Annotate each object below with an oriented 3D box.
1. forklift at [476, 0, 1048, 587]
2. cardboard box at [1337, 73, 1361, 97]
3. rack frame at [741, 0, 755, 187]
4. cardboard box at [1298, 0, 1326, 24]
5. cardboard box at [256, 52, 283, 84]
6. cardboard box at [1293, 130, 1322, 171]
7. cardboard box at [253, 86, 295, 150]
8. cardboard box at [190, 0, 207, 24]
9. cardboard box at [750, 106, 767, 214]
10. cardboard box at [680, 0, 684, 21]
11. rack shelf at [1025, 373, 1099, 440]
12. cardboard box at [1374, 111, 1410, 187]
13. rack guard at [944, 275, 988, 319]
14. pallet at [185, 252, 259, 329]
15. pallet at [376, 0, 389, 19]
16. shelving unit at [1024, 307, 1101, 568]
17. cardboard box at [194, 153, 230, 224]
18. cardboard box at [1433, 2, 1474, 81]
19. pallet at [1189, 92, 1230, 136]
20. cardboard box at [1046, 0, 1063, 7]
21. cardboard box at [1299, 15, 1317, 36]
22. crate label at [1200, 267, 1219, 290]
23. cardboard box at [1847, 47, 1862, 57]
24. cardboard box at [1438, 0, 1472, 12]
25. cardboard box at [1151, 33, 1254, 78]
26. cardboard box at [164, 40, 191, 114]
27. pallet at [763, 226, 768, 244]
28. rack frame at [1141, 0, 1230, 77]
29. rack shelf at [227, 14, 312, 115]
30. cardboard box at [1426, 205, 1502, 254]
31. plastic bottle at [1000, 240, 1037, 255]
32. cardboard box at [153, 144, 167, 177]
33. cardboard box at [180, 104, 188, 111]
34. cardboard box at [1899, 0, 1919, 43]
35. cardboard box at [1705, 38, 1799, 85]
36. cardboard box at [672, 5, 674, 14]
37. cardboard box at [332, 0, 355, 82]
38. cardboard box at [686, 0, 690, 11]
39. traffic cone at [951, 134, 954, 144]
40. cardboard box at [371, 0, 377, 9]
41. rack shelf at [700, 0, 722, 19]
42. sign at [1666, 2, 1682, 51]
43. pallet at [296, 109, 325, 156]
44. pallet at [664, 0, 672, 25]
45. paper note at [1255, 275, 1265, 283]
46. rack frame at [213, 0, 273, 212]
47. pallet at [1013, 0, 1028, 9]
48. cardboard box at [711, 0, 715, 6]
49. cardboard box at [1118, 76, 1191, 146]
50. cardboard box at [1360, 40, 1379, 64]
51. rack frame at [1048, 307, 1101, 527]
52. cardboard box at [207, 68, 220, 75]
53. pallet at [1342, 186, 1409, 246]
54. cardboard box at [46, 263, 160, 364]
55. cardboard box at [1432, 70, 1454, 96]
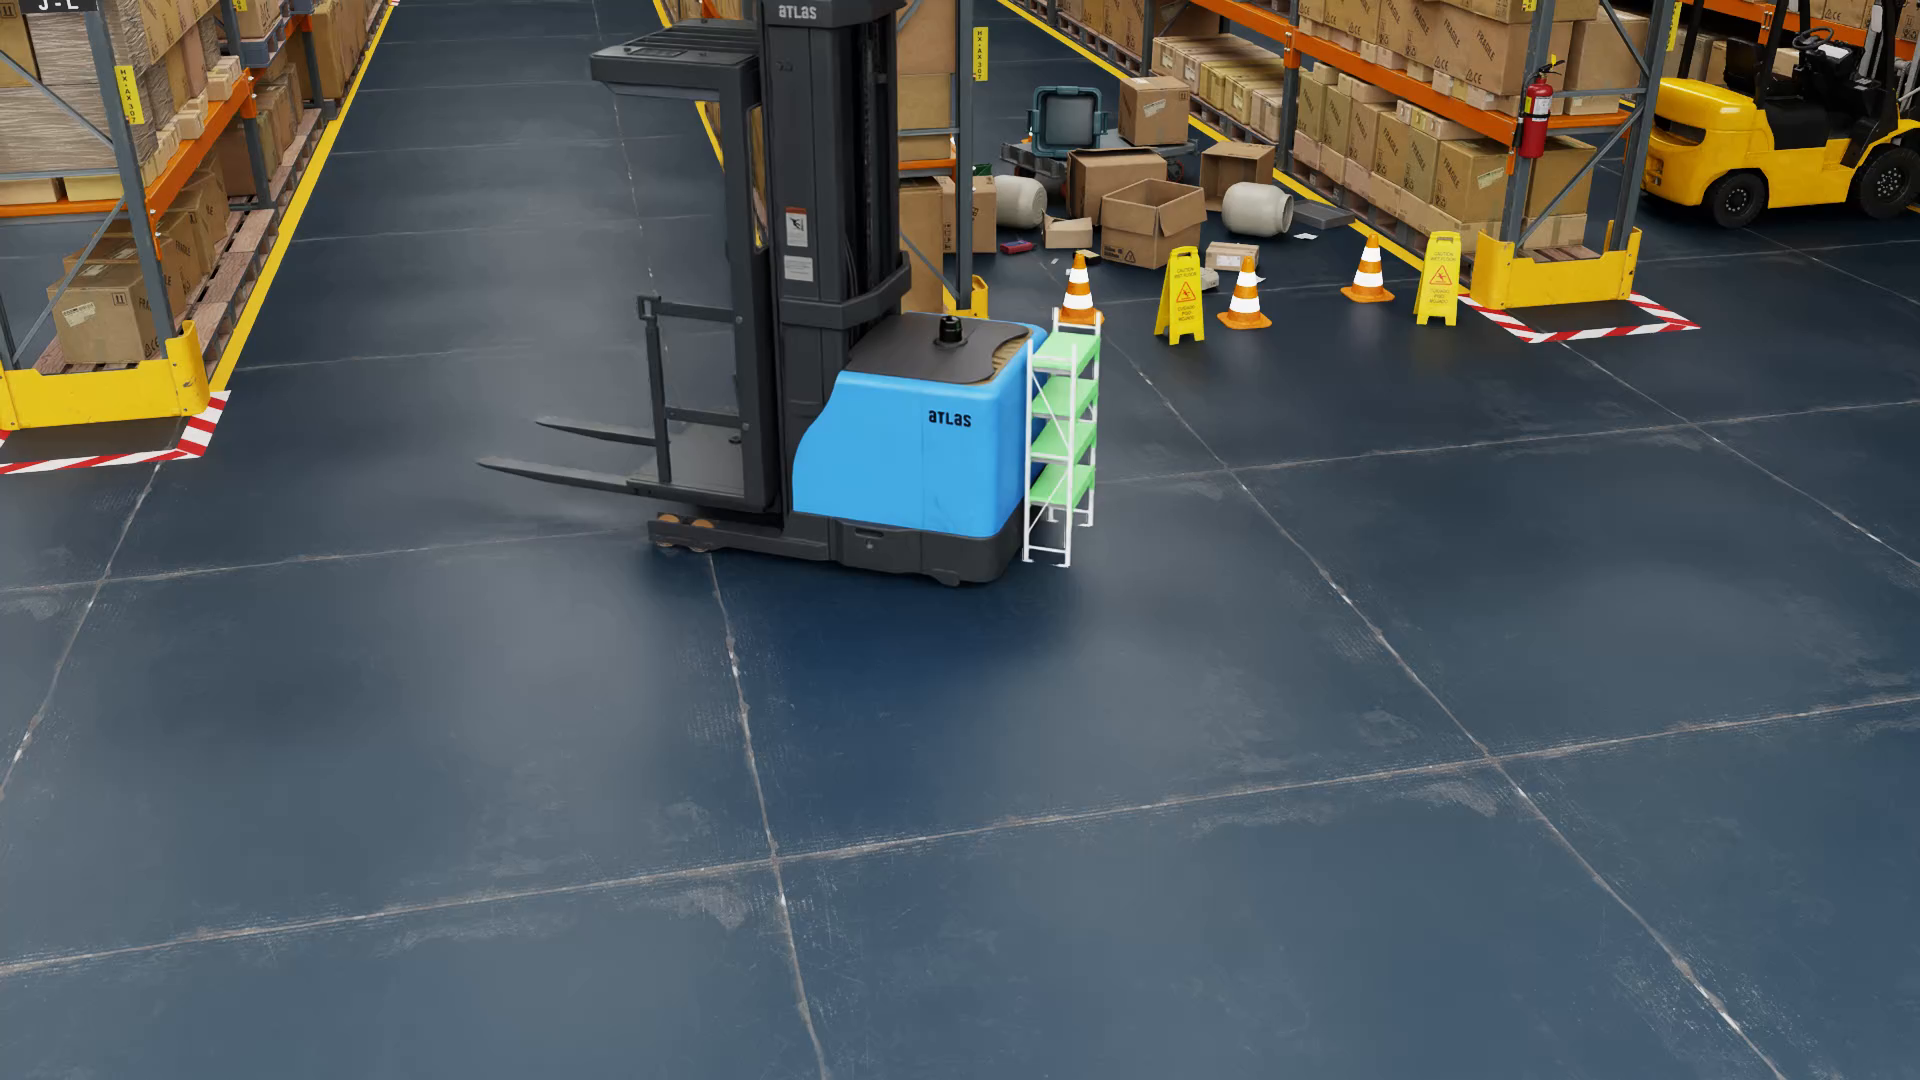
[{"bbox_3d":[-1.106,-1.460,8.389,3.031,2.935,1.130,8,28,16],"label":"forklift"},{"bbox_3d":[3.438,-3.872,14.125,0.380,0.149,0.250,-5,27,-10],"label":"cardboard box"},{"bbox_3d":[-1.319,-4.313,13.967,1.000,3.000,0.127,-6,27,-12],"label":"rack frame"},{"bbox_3d":[3.308,-4.816,14.522,0.500,0.500,0.500,-6,27,-12],"label":"cardboard box"},{"bbox_3d":[-6.766,-4.502,15.795,0.500,0.250,0.500,-3,27,-6],"label":"cardboard box"},{"bbox_3d":[3.351,-3.534,15.008,0.500,0.250,0.500,-7,28,-14],"label":"cardboard box"},{"bbox_3d":[-6.633,-3.908,15.450,0.700,0.500,0.500,-4,27,-7],"label":"cardboard box"},{"bbox_3d":[-5.579,-3.869,11.536,0.500,0.500,0.500,-6,27,-12],"label":"cardboard box"},{"bbox_3d":[-1.246,-3.269,13.790,0.875,0.875,0.875,-6,27,-11],"label":"cardboard box"},{"bbox_3d":[-3.214,-6.546,20.697,0.500,0.500,0.500,-5,27,-10],"label":"cardboard box"},{"bbox_3d":[0.517,-0.675,8.366,0.258,0.148,0.480,8,28,16],"label":"rack shelf"},{"bbox_3d":[3.720,-3.175,13.465,0.500,0.500,0.500,-7,28,-13],"label":"cardboard box"},{"bbox_3d":[-0.412,-1.431,11.030,1.175,0.500,0.348,-6,27,-12],"label":"rack guard"},{"bbox_3d":[-5.710,-1.781,12.045,1.003,0.211,1.213,-6,27,-12],"label":"pallet"},{"bbox_3d":[-8.622,-7.534,23.443,1.003,0.211,1.213,-6,27,-12],"label":"pallet"},{"bbox_3d":[0.517,-0.518,8.445,0.258,1.200,0.503,8,28,16],"label":"shelving unit"},{"bbox_3d":[-6.123,-2.746,13.169,0.500,0.500,0.500,-7,28,-13],"label":"cardboard box"},{"bbox_3d":[3.883,-3.712,12.335,0.500,0.500,0.500,-6,27,-11],"label":"cardboard box"},{"bbox_3d":[3.025,-4.494,17.419,1.003,0.211,1.213,-6,27,-12],"label":"pallet"},{"bbox_3d":[1.641,-7.703,23.059,0.875,0.438,0.875,-6,27,-12],"label":"cardboard box"},{"bbox_3d":[3.239,-4.577,14.769,0.380,0.149,0.250,-6,27,-12],"label":"cardboard box"},{"bbox_3d":[1.786,-1.961,12.483,0.250,0.136,0.298,-23,35,-38],"label":"crate label"},{"bbox_3d":[8.615,-4.576,15.963,0.500,0.250,0.500,-5,27,-11],"label":"cardboard box"},{"bbox_3d":[3.948,-4.153,12.099,0.700,0.500,0.500,-6,27,-11],"label":"cardboard box"},{"bbox_3d":[2.697,-5.382,18.534,0.950,0.372,0.625,-8,28,-15],"label":"cardboard box"},{"bbox_3d":[-5.772,-3.172,11.264,0.875,0.500,0.500,-6,27,-12],"label":"cardboard box"},{"bbox_3d":[-0.946,-2.190,12.855,1.003,0.211,1.213,-6,27,-12],"label":"pallet"},{"bbox_3d":[2.579,-6.616,18.530,1.000,3.000,0.127,-6,27,-12],"label":"rack frame"},{"bbox_3d":[-6.625,-4.411,14.958,1.077,0.370,4.000,-6,27,-12],"label":"rack shelf"},{"bbox_3d":[3.932,-2.402,12.766,0.500,0.250,0.500,-6,27,-12],"label":"cardboard box"},{"bbox_3d":[0.473,-2.356,13.349,0.283,0.061,0.133,-16,31,-29],"label":"plastic bottle"},{"bbox_3d":[-5.184,-2.358,10.372,0.380,0.149,0.250,-6,27,-12],"label":"cardboard box"},{"bbox_3d":[-5.534,-2.900,11.445,0.380,0.149,0.250,-6,27,-12],"label":"cardboard box"},{"bbox_3d":[8.503,-4.517,14.260,0.500,0.500,0.500,-6,27,-11],"label":"cardboard box"},{"bbox_3d":[8.187,-4.721,16.944,0.875,0.625,0.625,-5,27,-9],"label":"cardboard box"},{"bbox_3d":[-3.642,-7.110,22.205,0.380,0.149,0.250,-7,28,-13],"label":"cardboard box"},{"bbox_3d":[-7.405,-5.546,18.301,1.225,0.875,0.875,-6,27,-11],"label":"cardboard box"},{"bbox_3d":[-2.980,-6.423,19.621,0.500,0.250,0.500,-5,27,-10],"label":"cardboard box"},{"bbox_3d":[-0.150,-3.923,16.009,0.336,0.463,0.334,-6,27,-12],"label":"traffic cone"},{"bbox_3d":[-8.451,-7.689,22.546,0.875,0.875,0.875,-6,27,-12],"label":"cardboard box"},{"bbox_3d":[-1.770,-4.870,15.868,1.077,0.370,4.000,-6,27,-12],"label":"rack shelf"},{"bbox_3d":[4.911,-3.546,11.486,0.100,0.325,0.005,-6,27,-12],"label":"sign"},{"bbox_3d":[-6.901,-4.022,16.484,1.003,0.211,1.213,-6,27,-12],"label":"pallet"},{"bbox_3d":[-3.586,-7.408,23.193,1.003,0.211,1.213,-6,27,-12],"label":"pallet"},{"bbox_3d":[2.230,-1.992,12.662,0.148,0.019,0.142,-16,31,-29],"label":"paper note"},{"bbox_3d":[-6.174,-3.854,13.057,1.000,3.000,0.127,-6,27,-12],"label":"rack frame"},{"bbox_3d":[1.304,-8.006,24.377,1.003,0.211,1.213,-6,27,-12],"label":"pallet"},{"bbox_3d":[-2.152,-5.445,16.098,0.500,0.500,0.500,-6,27,-12],"label":"cardboard box"},{"bbox_3d":[1.753,-3.889,15.059,0.500,0.500,0.500,-6,27,-12],"label":"cardboard box"},{"bbox_3d":[3.518,-4.015,13.654,0.380,0.149,0.250,-6,27,-11],"label":"cardboard box"},{"bbox_3d":[0.592,-0.623,8.652,0.240,1.200,0.015,8,28,16],"label":"rack frame"},{"bbox_3d":[-5.795,-3.451,12.537,0.380,0.149,0.250,-6,27,-12],"label":"cardboard box"},{"bbox_3d":[3.945,-2.788,14.039,1.003,0.211,1.213,-6,27,-12],"label":"pallet"},{"bbox_3d":[-5.397,-1.445,10.593,0.500,0.500,0.500,-1,27,-2],"label":"cardboard box"},{"bbox_3d":[3.800,-3.459,12.553,0.380,0.149,0.250,-5,27,-11],"label":"cardboard box"}]
